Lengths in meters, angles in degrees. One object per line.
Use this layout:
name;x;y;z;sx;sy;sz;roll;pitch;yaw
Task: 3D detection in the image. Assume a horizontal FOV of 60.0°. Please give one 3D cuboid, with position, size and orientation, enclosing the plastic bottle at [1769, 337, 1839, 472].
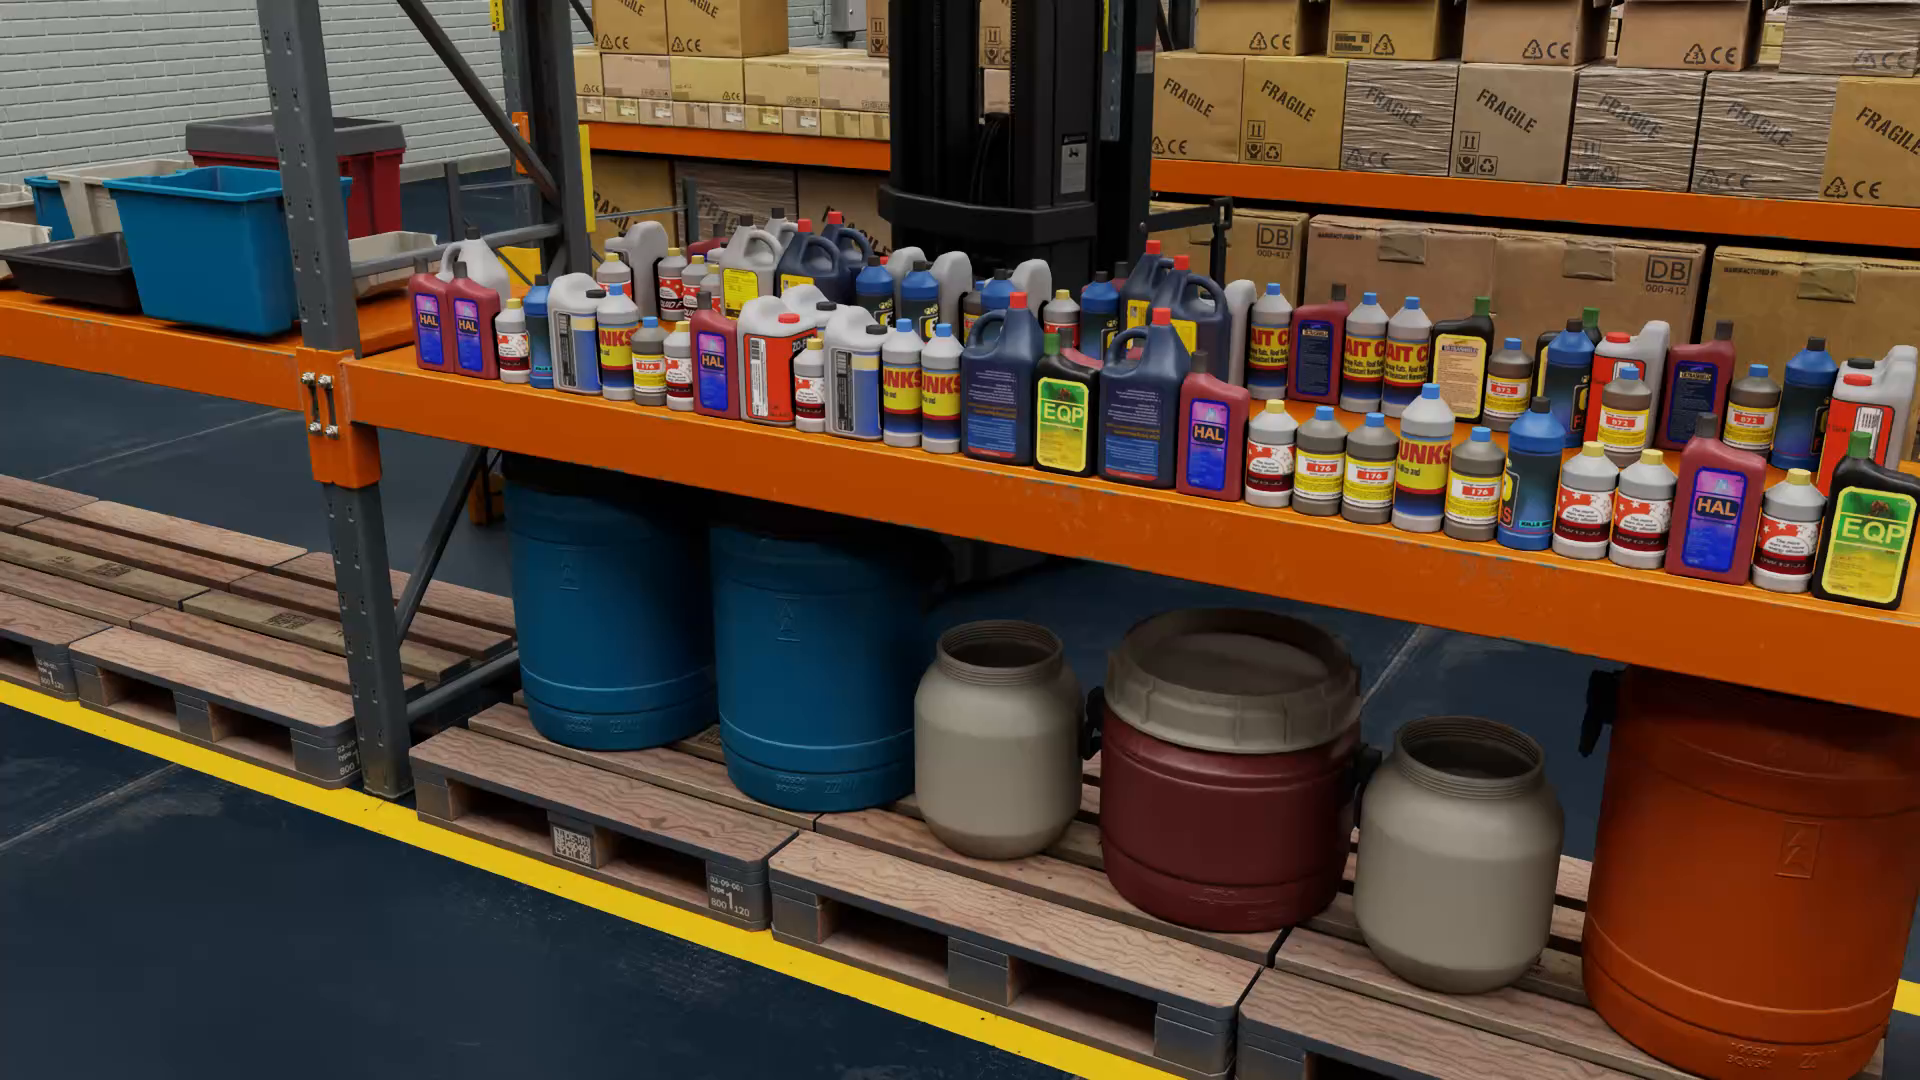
plastic bottle;1.747;-0.283;3.436;0.097;0.271;0.097;0;20;0

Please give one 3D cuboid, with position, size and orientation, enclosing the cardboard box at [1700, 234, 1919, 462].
cardboard box;3.879;-0.942;7.563;0.875;0.875;1.225;10;22;25

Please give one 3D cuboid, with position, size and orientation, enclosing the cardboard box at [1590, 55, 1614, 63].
cardboard box;2.844;-2.084;8.066;0.500;0.500;0.500;11;23;27

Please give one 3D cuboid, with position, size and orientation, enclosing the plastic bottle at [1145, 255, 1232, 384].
plastic bottle;0.530;-0.484;3.872;0.185;0.351;0.144;11;23;27

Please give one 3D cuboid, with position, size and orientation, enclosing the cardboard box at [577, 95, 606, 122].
cardboard box;-2.140;-2.635;10.100;0.250;0.149;0.380;10;22;27

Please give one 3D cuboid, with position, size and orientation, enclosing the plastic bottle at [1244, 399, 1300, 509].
plastic bottle;0.606;-0.171;3.230;0.097;0.201;0.097;0;20;0

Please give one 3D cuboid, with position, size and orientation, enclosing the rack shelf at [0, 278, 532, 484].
rack shelf;-3.183;-0.808;5.748;4.000;0.370;1.077;11;23;27

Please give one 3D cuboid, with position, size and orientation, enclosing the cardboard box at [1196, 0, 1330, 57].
cardboard box;1.541;-2.703;8.299;0.637;0.503;0.797;10;22;26

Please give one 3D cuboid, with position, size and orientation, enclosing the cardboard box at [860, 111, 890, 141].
cardboard box;-0.346;-2.294;9.158;0.250;0.149;0.380;11;23;28

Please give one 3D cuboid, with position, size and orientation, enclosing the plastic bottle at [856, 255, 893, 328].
plastic bottle;-0.220;-0.599;4.305;0.097;0.271;0.097;0;20;0

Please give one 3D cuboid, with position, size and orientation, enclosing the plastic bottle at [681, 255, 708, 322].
plastic bottle;-0.733;-0.699;4.685;0.097;0.201;0.097;0;20;0

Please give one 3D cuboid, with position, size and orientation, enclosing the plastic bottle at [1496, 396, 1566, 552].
plastic bottle;1.031;-0.123;2.995;0.097;0.271;0.097;0;20;0

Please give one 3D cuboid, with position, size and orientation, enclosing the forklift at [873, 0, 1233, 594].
forklift;0.521;-1.534;6.795;3.031;2.935;1.130;-16;26;-38

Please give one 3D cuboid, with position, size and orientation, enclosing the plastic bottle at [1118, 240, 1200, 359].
plastic bottle;0.487;-0.551;4.059;0.185;0.351;0.144;11;23;27

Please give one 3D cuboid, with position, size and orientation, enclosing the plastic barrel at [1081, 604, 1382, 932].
plastic barrel;0.634;0.524;3.942;0.708;0.588;0.600;11;23;27

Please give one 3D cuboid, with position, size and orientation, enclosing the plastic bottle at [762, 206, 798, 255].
plastic bottle;-0.475;-0.735;4.564;0.185;0.351;0.144;11;23;27

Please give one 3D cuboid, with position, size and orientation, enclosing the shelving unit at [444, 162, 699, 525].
shelving unit;-1.519;-0.716;6.640;0.587;1.500;1.083;-17;26;-39

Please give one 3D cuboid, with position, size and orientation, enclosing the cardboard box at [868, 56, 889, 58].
cardboard box;-0.190;-2.682;9.643;0.500;0.250;0.500;11;23;29

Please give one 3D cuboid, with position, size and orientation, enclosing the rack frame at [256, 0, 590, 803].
rack frame;-1.437;-0.813;4.708;0.127;3.000;1.000;11;23;27

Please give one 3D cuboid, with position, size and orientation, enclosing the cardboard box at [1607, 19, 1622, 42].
cardboard box;4.522;-3.592;11.684;0.250;0.149;0.380;12;23;29

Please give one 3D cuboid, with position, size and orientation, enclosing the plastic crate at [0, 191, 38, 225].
plastic crate;-3.360;-1.166;5.979;0.250;0.136;0.298;11;23;27

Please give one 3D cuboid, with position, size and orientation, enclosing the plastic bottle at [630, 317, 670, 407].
plastic bottle;-0.726;-0.425;3.929;0.097;0.201;0.097;0;20;0

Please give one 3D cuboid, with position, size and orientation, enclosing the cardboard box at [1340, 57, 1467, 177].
cardboard box;2.135;-2.017;7.880;0.500;0.500;0.500;10;22;26

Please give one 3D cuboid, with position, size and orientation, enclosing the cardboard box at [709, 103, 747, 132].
cardboard box;-1.240;-2.464;9.629;0.250;0.149;0.380;11;22;27

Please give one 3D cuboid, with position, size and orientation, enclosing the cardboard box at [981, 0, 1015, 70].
cardboard box;0.447;-2.706;8.611;0.500;0.500;0.500;12;23;29

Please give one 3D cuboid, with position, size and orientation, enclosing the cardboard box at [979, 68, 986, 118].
cardboard box;0.012;-2.438;8.970;0.500;0.250;0.500;12;23;29

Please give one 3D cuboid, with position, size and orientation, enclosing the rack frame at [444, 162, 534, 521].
rack frame;-1.851;-0.843;6.991;0.500;1.500;0.032;-17;26;-39

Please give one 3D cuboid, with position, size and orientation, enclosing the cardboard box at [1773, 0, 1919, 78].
cardboard box;3.841;-2.268;7.100;0.637;0.503;0.797;12;23;29

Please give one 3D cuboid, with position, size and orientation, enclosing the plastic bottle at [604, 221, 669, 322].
plastic bottle;-0.935;-0.786;4.814;0.135;0.276;0.152;11;23;27

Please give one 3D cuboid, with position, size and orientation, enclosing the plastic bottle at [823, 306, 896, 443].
plastic bottle;-0.207;-0.372;3.674;0.135;0.276;0.152;11;23;27

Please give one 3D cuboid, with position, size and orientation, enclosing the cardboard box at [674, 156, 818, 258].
cardboard box;-1.121;-1.918;10.253;0.875;0.875;0.875;11;23;27

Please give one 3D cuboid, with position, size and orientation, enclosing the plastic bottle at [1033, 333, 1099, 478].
plastic bottle;0.219;-0.276;3.400;0.133;0.283;0.061;11;23;27

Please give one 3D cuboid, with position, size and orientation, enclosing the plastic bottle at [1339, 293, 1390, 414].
plastic bottle;0.941;-0.437;3.859;0.097;0.271;0.097;0;20;0

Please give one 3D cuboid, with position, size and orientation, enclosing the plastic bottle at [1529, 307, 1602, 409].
plastic bottle;1.337;-0.374;3.669;0.133;0.283;0.061;11;23;27

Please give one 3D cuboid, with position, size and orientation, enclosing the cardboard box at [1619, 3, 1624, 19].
cardboard box;4.735;-3.689;11.517;0.250;0.149;0.380;12;23;29

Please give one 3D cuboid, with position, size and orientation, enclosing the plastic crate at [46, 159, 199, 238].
plastic crate;-2.680;-1.095;5.569;0.530;0.282;0.437;11;23;27

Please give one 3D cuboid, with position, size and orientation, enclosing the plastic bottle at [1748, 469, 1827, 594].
plastic bottle;1.402;-0.020;2.811;0.097;0.201;0.097;0;20;0

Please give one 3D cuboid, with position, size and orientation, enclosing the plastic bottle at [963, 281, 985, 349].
plastic bottle;0.056;-0.572;4.336;0.097;0.201;0.097;0;20;0

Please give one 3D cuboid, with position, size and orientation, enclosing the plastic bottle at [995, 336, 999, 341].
plastic bottle;0.121;-0.353;3.628;0.097;0.271;0.097;0;20;0

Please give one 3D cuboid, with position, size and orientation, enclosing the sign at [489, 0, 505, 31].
sign;-2.789;-3.233;9.993;0.005;0.325;0.100;11;23;27

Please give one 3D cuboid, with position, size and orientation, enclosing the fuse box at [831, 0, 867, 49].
fuse box;-1.462;-6.829;23.183;0.414;1.711;0.539;11;23;27

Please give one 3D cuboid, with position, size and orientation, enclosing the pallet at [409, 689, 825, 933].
pallet;-0.783;0.638;4.796;1.213;0.211;1.003;11;23;27

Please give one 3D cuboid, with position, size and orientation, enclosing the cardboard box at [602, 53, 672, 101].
cardboard box;-1.769;-2.778;9.907;0.500;0.250;0.500;10;22;27

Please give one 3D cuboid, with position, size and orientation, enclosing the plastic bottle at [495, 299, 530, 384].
plastic bottle;-1.098;-0.496;4.125;0.097;0.201;0.097;0;20;0

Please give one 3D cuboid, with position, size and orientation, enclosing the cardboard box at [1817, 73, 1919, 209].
cardboard box;3.919;-1.678;6.945;0.500;0.500;0.500;12;23;29
